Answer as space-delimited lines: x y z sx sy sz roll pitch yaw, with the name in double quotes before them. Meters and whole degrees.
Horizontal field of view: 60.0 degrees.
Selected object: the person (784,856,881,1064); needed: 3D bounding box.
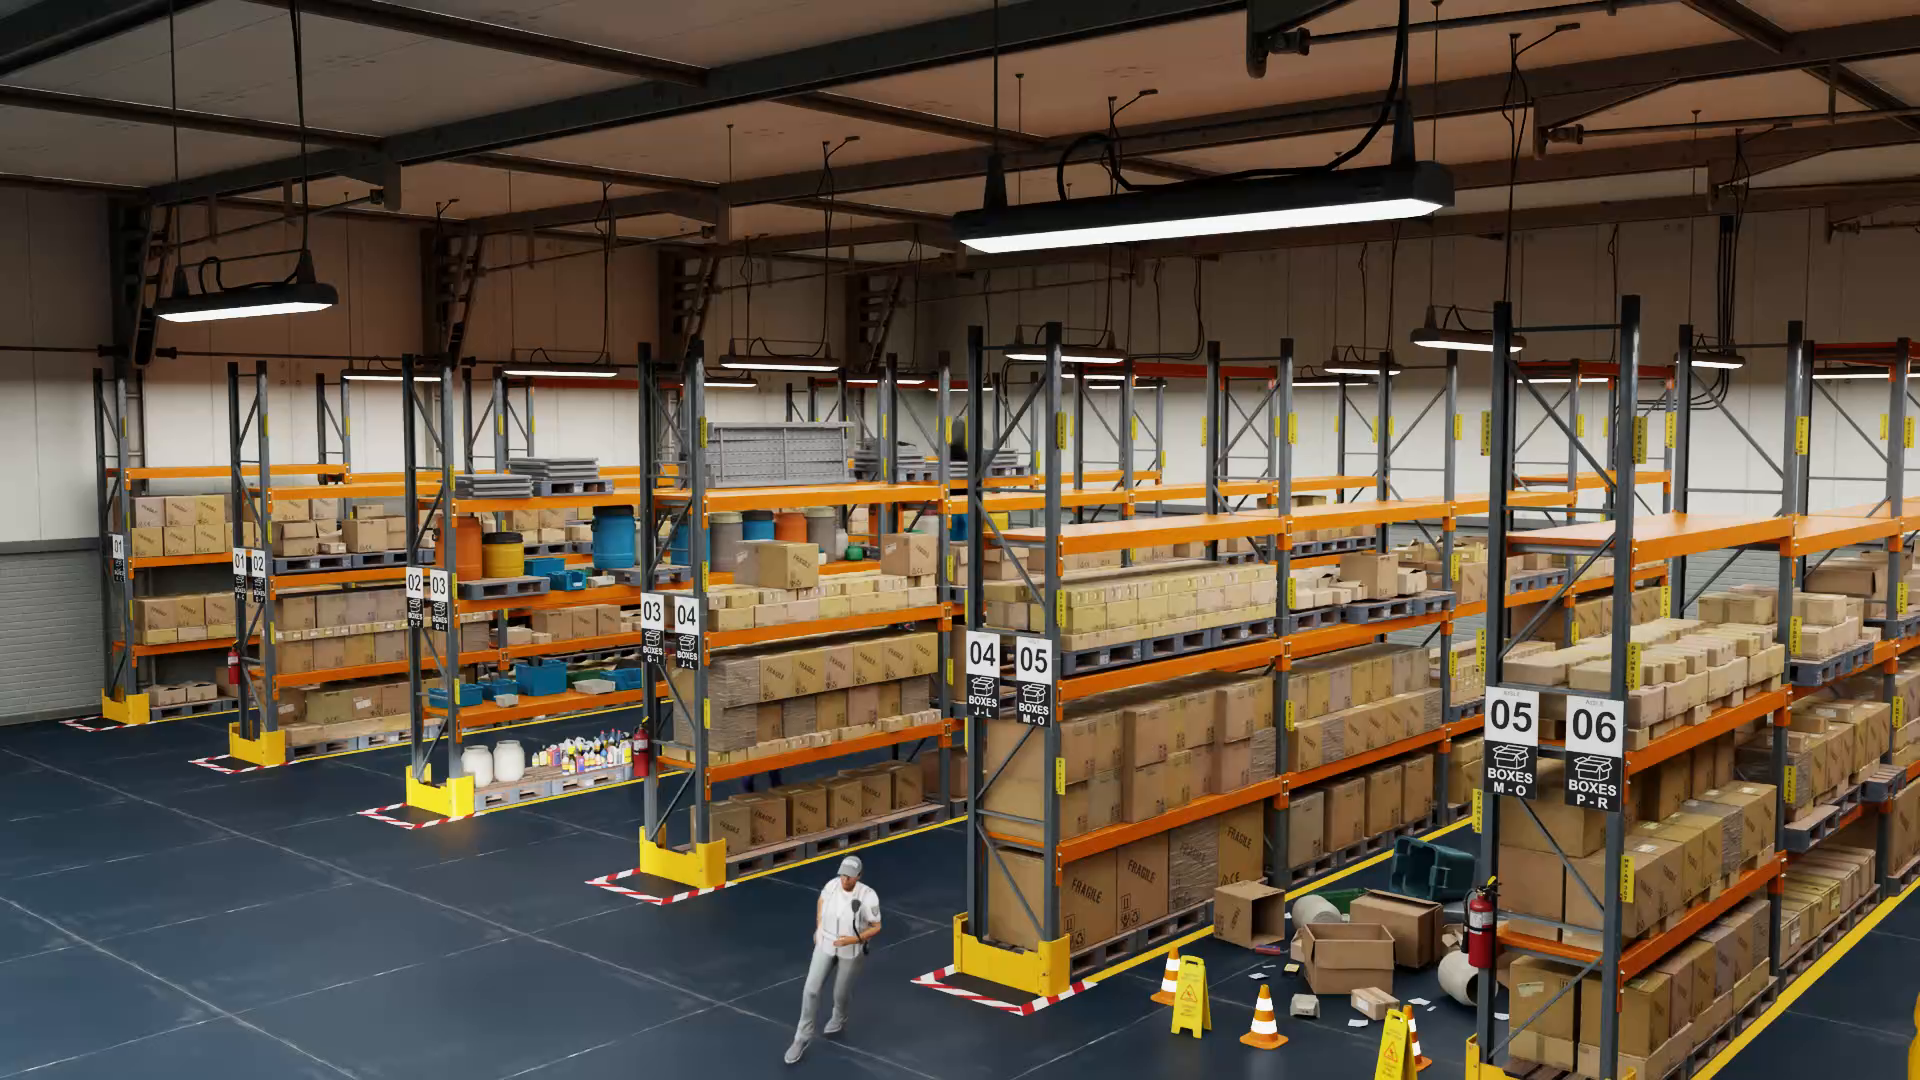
"person" -0.983 3.348 13.564 0.732 1.621 0.845 1 4 11
